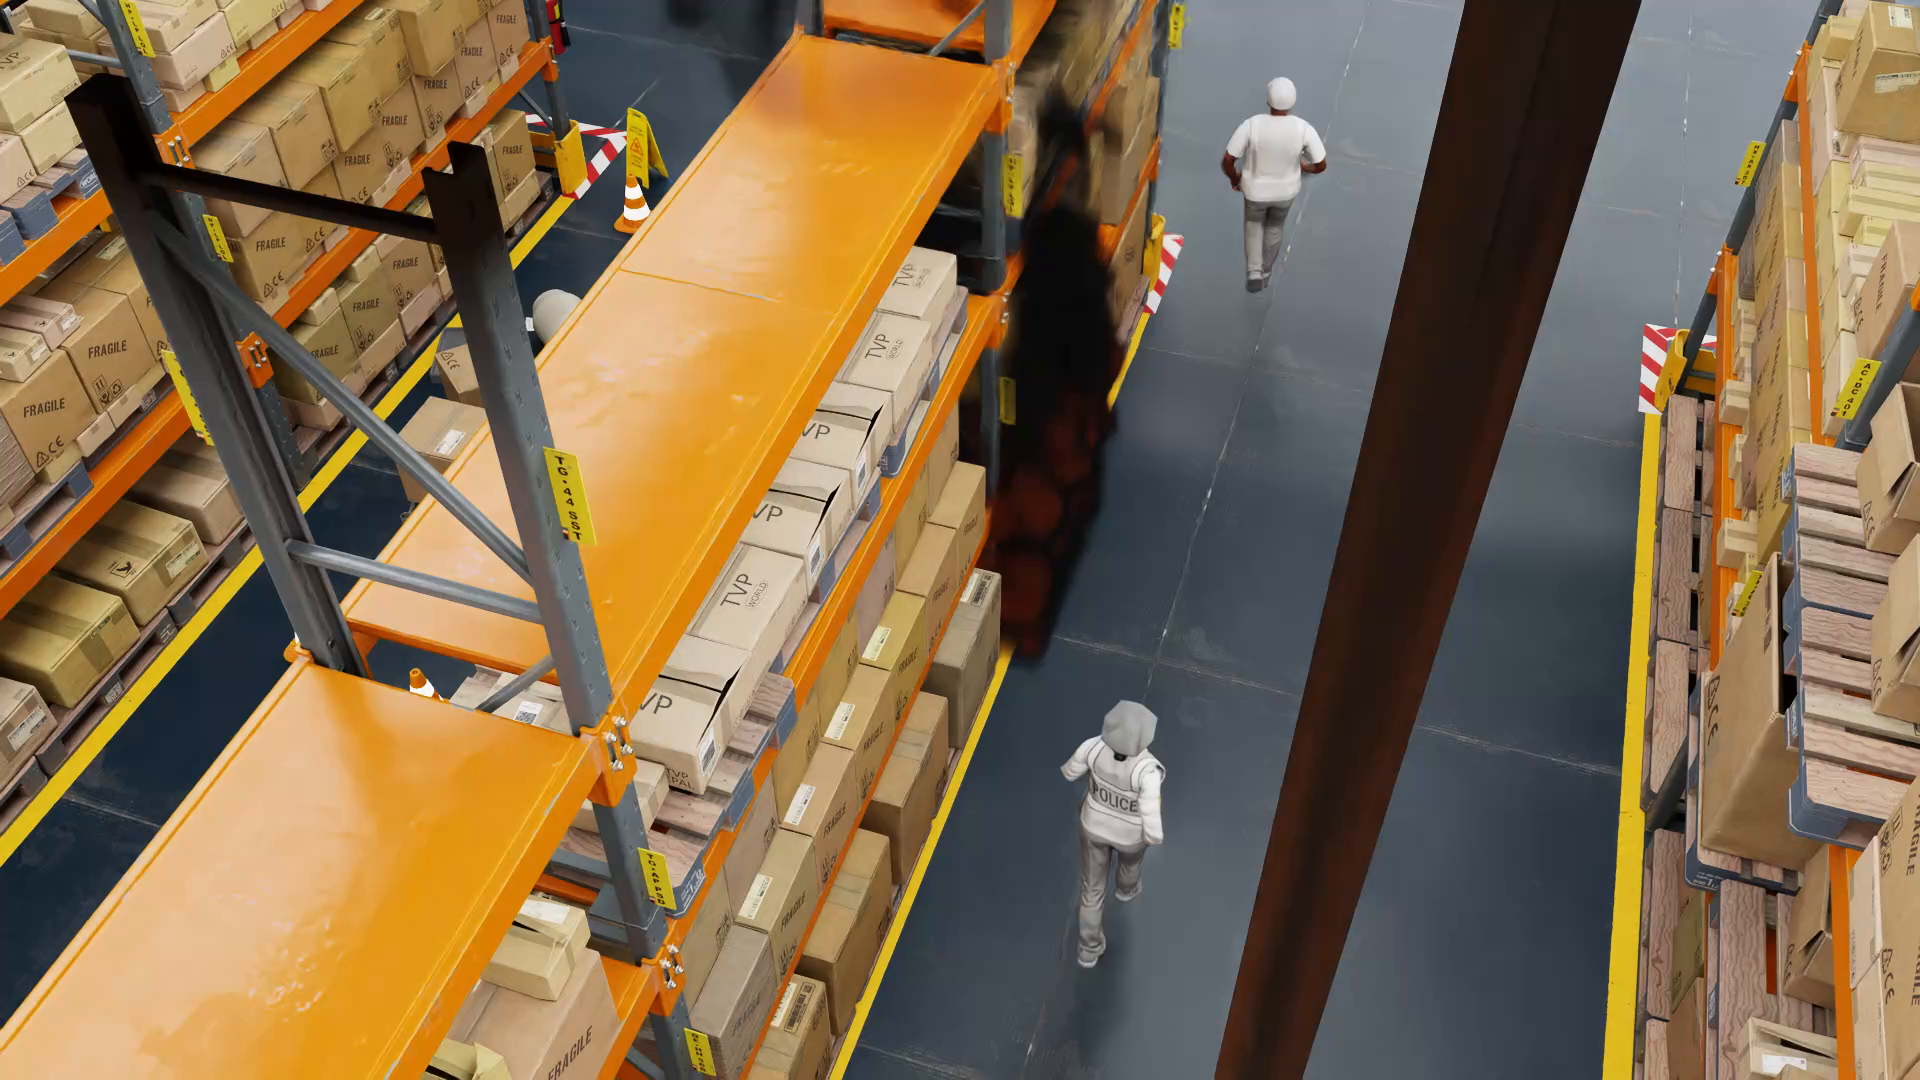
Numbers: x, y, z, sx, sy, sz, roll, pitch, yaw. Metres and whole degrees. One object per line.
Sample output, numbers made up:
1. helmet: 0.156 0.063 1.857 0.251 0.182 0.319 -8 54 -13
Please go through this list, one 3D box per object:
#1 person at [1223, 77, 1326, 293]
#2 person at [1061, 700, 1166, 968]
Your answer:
1. person: 2.238 -2.536 12.025 0.728 1.750 0.557 5 46 5
2. person: 0.741 1.429 8.176 0.584 1.777 0.733 15 48 14
